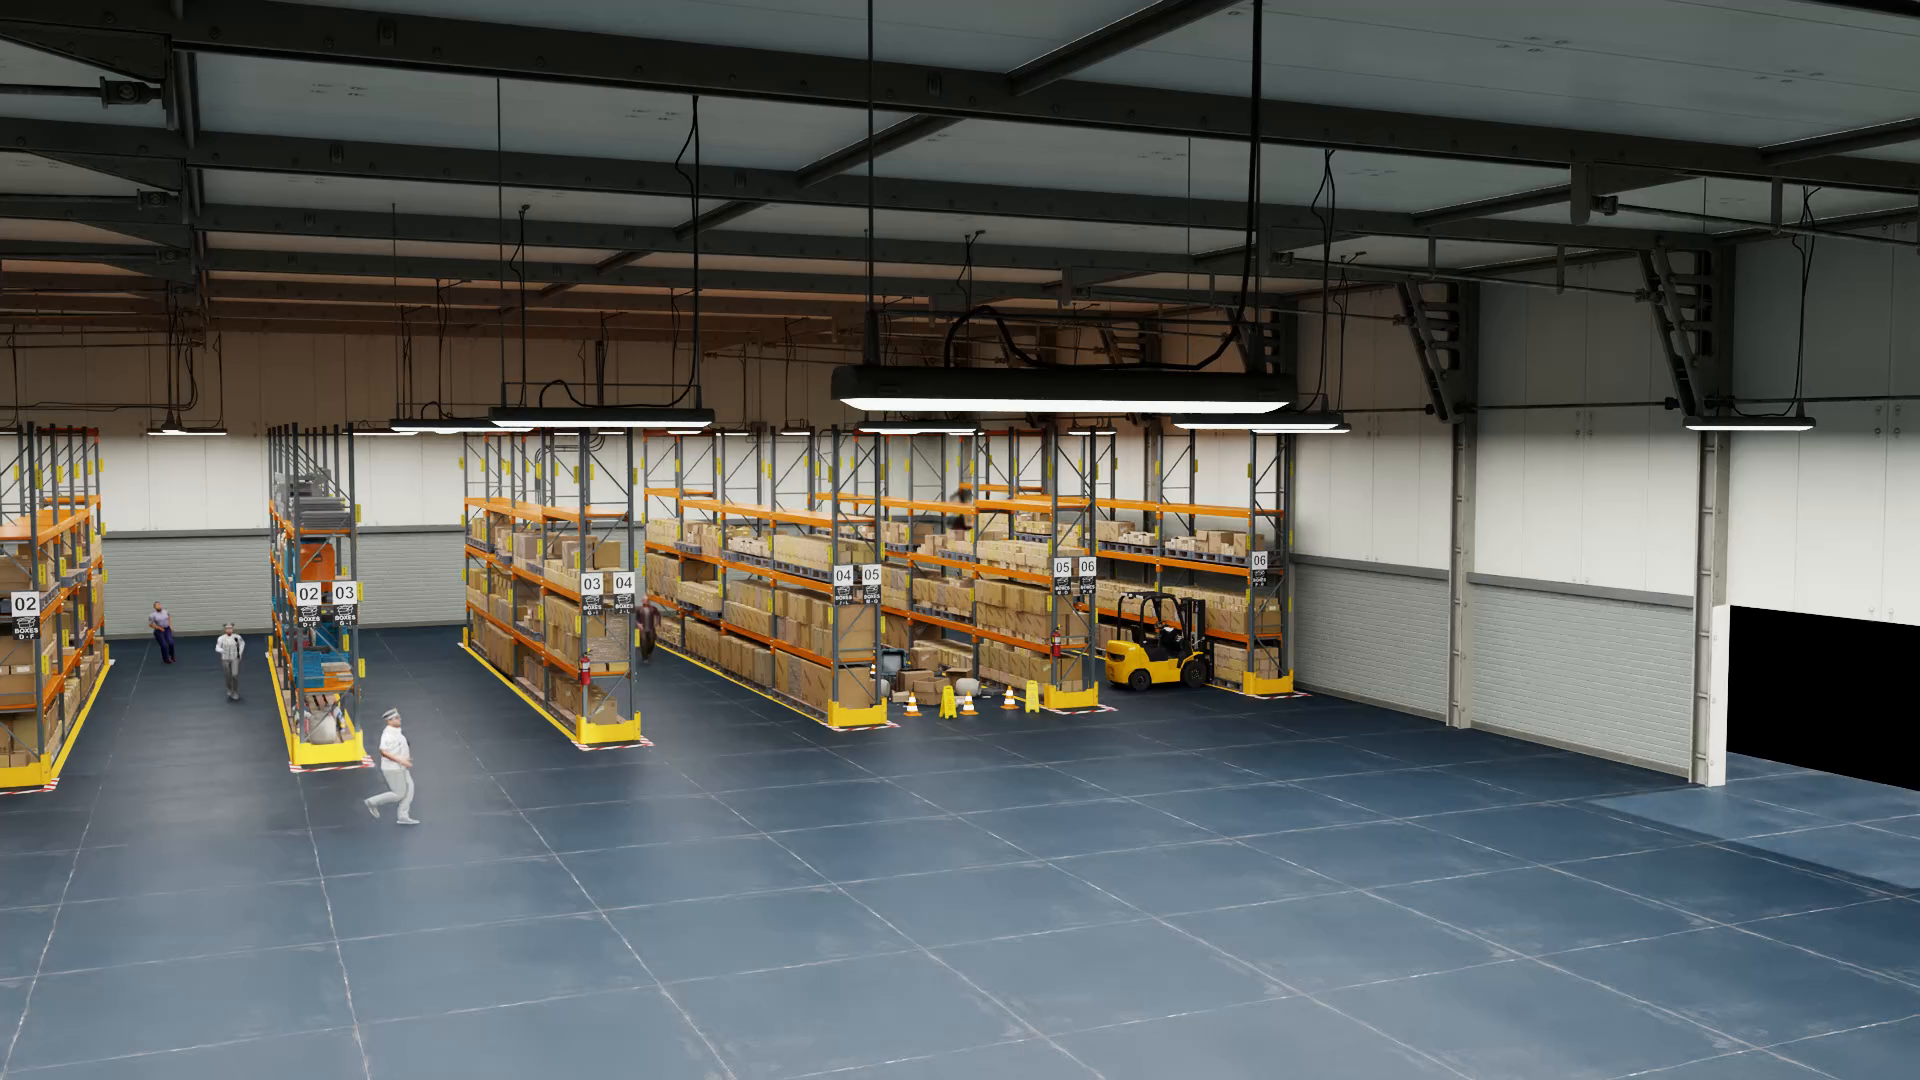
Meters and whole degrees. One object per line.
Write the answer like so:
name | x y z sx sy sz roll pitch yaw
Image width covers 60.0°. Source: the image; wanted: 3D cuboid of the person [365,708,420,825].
person | -8.398 3.359 24.590 0.752 1.747 0.663 -1 4 -9

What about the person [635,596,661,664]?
person | -7.937 2.278 42.124 0.759 1.729 0.660 -1 4 -20

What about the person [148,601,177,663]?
person | -20.218 2.344 42.192 0.673 1.592 0.543 -3 5 -40

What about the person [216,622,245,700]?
person | -16.035 2.658 36.532 0.556 1.719 0.769 -1 4 -17
